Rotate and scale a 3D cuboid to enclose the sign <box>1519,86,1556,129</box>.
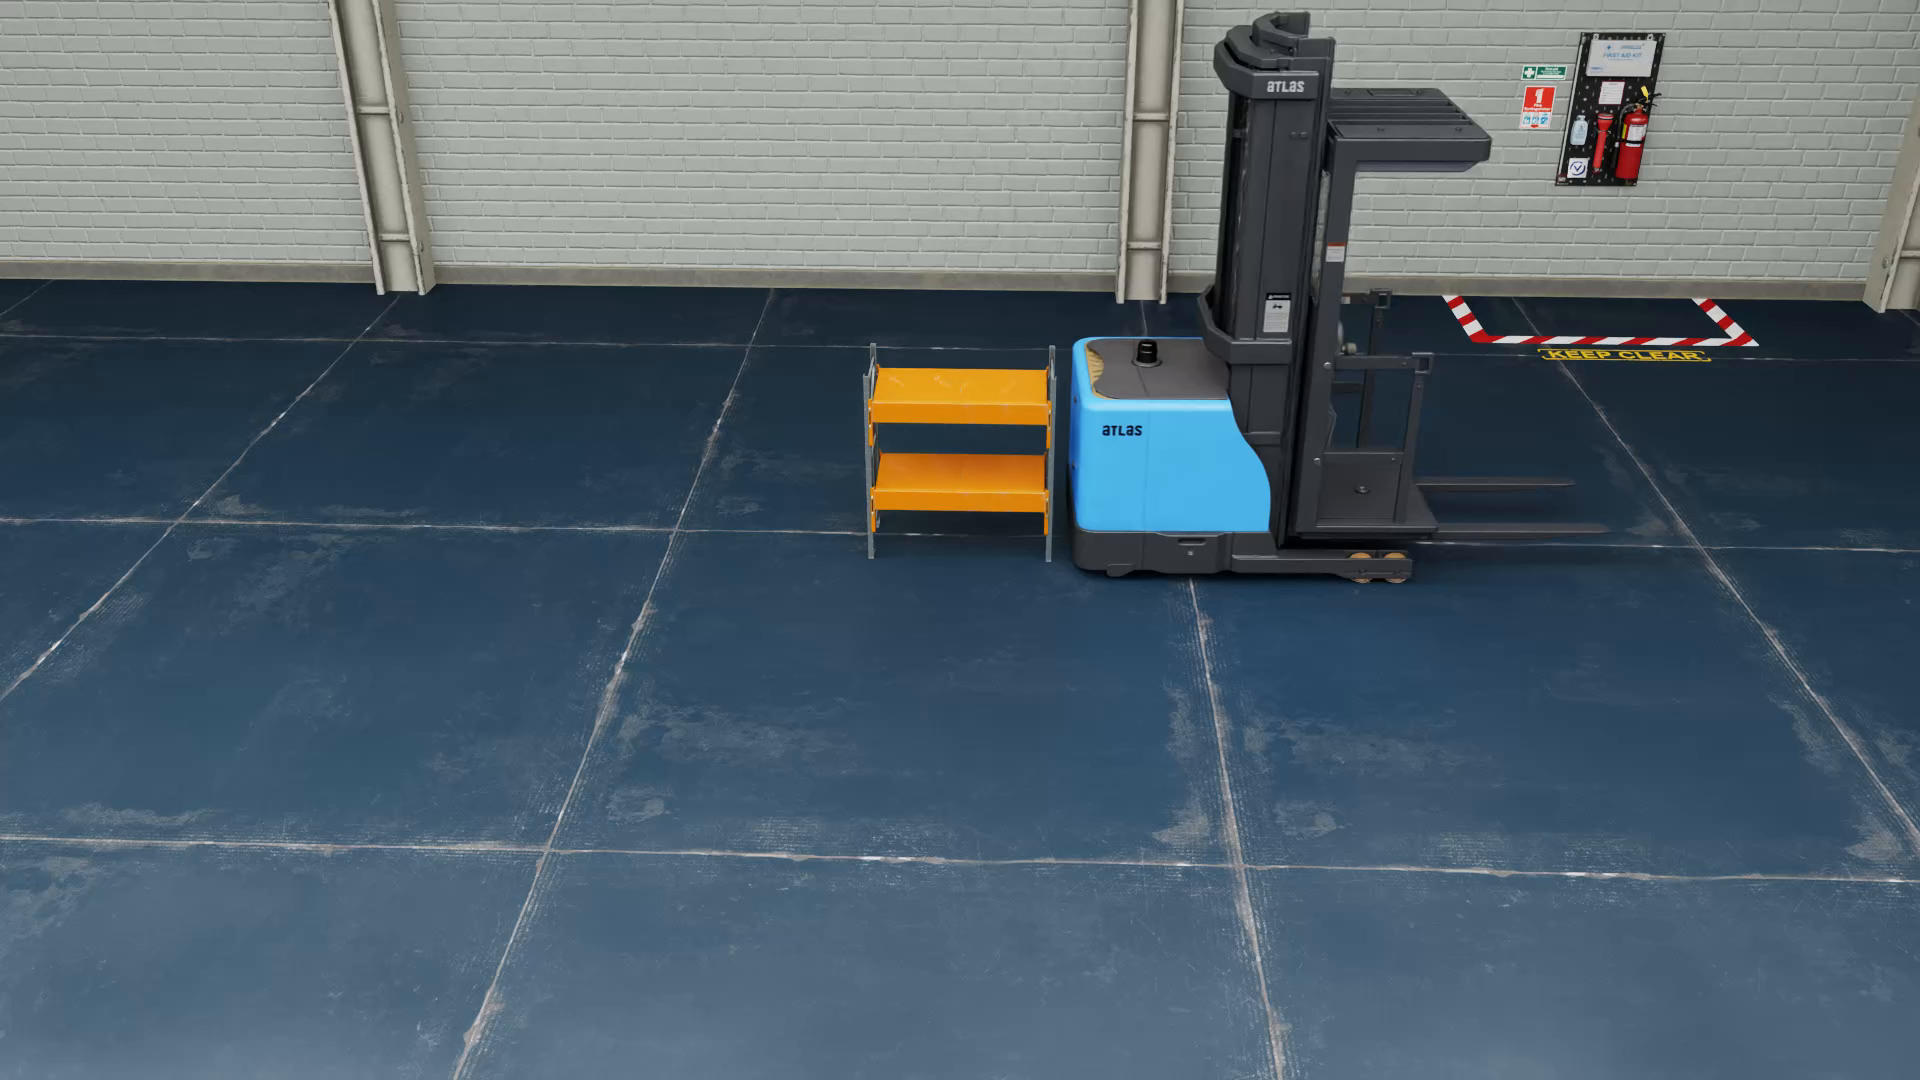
[{"bbox_3d":[4.440,-3.325,12.782,0.234,0.329,0.001,1,28,2],"label":"sign"}]

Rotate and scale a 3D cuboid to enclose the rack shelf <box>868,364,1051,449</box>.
[{"bbox_3d":[0.007,-0.755,9.349,1.000,0.278,0.538,1,28,2],"label":"rack shelf"}]

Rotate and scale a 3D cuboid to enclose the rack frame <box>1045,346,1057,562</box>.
[{"bbox_3d":[0.515,-0.488,9.470,0.032,1.125,0.500,1,28,2],"label":"rack frame"}]

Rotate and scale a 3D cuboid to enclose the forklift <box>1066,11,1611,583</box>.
[{"bbox_3d":[2.155,-1.305,9.083,3.031,2.935,1.130,0,28,0],"label":"forklift"}]

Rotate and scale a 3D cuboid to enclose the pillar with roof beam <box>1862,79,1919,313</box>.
[{"bbox_3d":[7.305,-3.829,7.365,0.400,9.000,9.100,1,28,2],"label":"pillar with roof beam"}]

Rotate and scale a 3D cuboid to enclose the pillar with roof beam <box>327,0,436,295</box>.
[{"bbox_3d":[-4.687,-4.027,7.739,0.400,9.000,9.100,1,28,2],"label":"pillar with roof beam"}]

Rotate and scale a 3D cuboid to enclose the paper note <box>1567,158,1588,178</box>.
[{"bbox_3d":[4.814,-2.898,12.955,0.142,0.148,0.016,1,28,2],"label":"paper note"}]

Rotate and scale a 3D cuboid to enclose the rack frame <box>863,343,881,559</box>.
[{"bbox_3d":[-0.501,-0.505,9.502,0.032,1.125,0.500,1,28,2],"label":"rack frame"}]

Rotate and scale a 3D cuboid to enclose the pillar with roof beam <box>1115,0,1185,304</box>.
[{"bbox_3d":[1.309,-3.928,7.552,0.400,9.000,9.100,1,28,2],"label":"pillar with roof beam"}]

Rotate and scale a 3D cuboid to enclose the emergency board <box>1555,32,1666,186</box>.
[{"bbox_3d":[4.989,-3.252,12.682,0.643,1.169,0.194,1,28,2],"label":"emergency board"}]

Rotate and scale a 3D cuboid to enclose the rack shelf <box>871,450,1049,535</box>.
[{"bbox_3d":[0.007,-0.281,9.601,1.000,0.278,0.538,1,28,2],"label":"rack shelf"}]

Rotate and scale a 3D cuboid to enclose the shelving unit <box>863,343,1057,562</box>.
[{"bbox_3d":[0.007,-0.497,9.486,1.048,1.125,0.538,1,28,2],"label":"shelving unit"}]

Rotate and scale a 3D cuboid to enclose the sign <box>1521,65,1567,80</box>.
[{"bbox_3d":[4.444,-3.555,12.650,0.331,0.109,0.001,1,28,2],"label":"sign"}]
